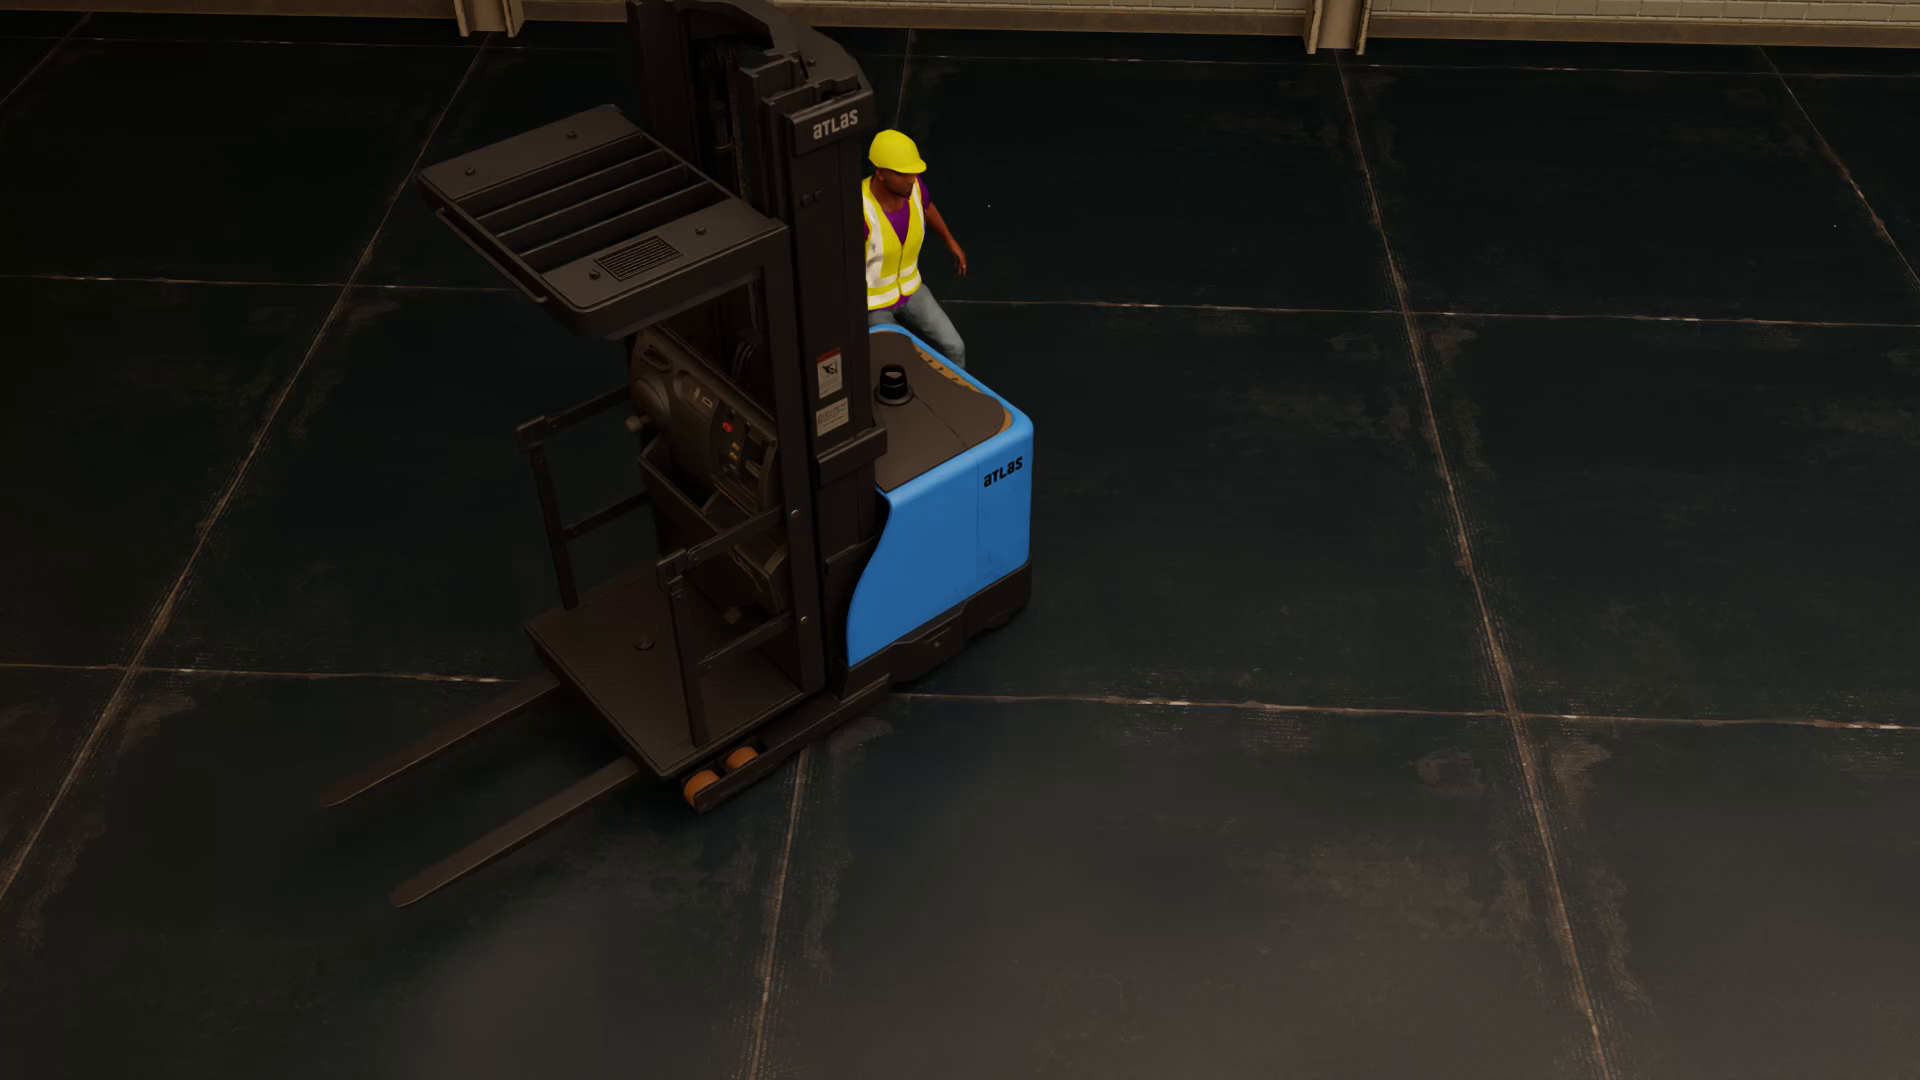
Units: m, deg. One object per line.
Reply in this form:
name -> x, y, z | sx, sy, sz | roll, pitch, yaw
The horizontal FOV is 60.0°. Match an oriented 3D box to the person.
person -> -0.225, -1.118, 7.869 | 0.717, 1.679, 0.943 | 34, 52, 31

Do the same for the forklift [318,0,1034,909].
forklift -> -1.132, -0.393, 6.172 | 3.031, 2.935, 1.130 | -30, 50, -28
